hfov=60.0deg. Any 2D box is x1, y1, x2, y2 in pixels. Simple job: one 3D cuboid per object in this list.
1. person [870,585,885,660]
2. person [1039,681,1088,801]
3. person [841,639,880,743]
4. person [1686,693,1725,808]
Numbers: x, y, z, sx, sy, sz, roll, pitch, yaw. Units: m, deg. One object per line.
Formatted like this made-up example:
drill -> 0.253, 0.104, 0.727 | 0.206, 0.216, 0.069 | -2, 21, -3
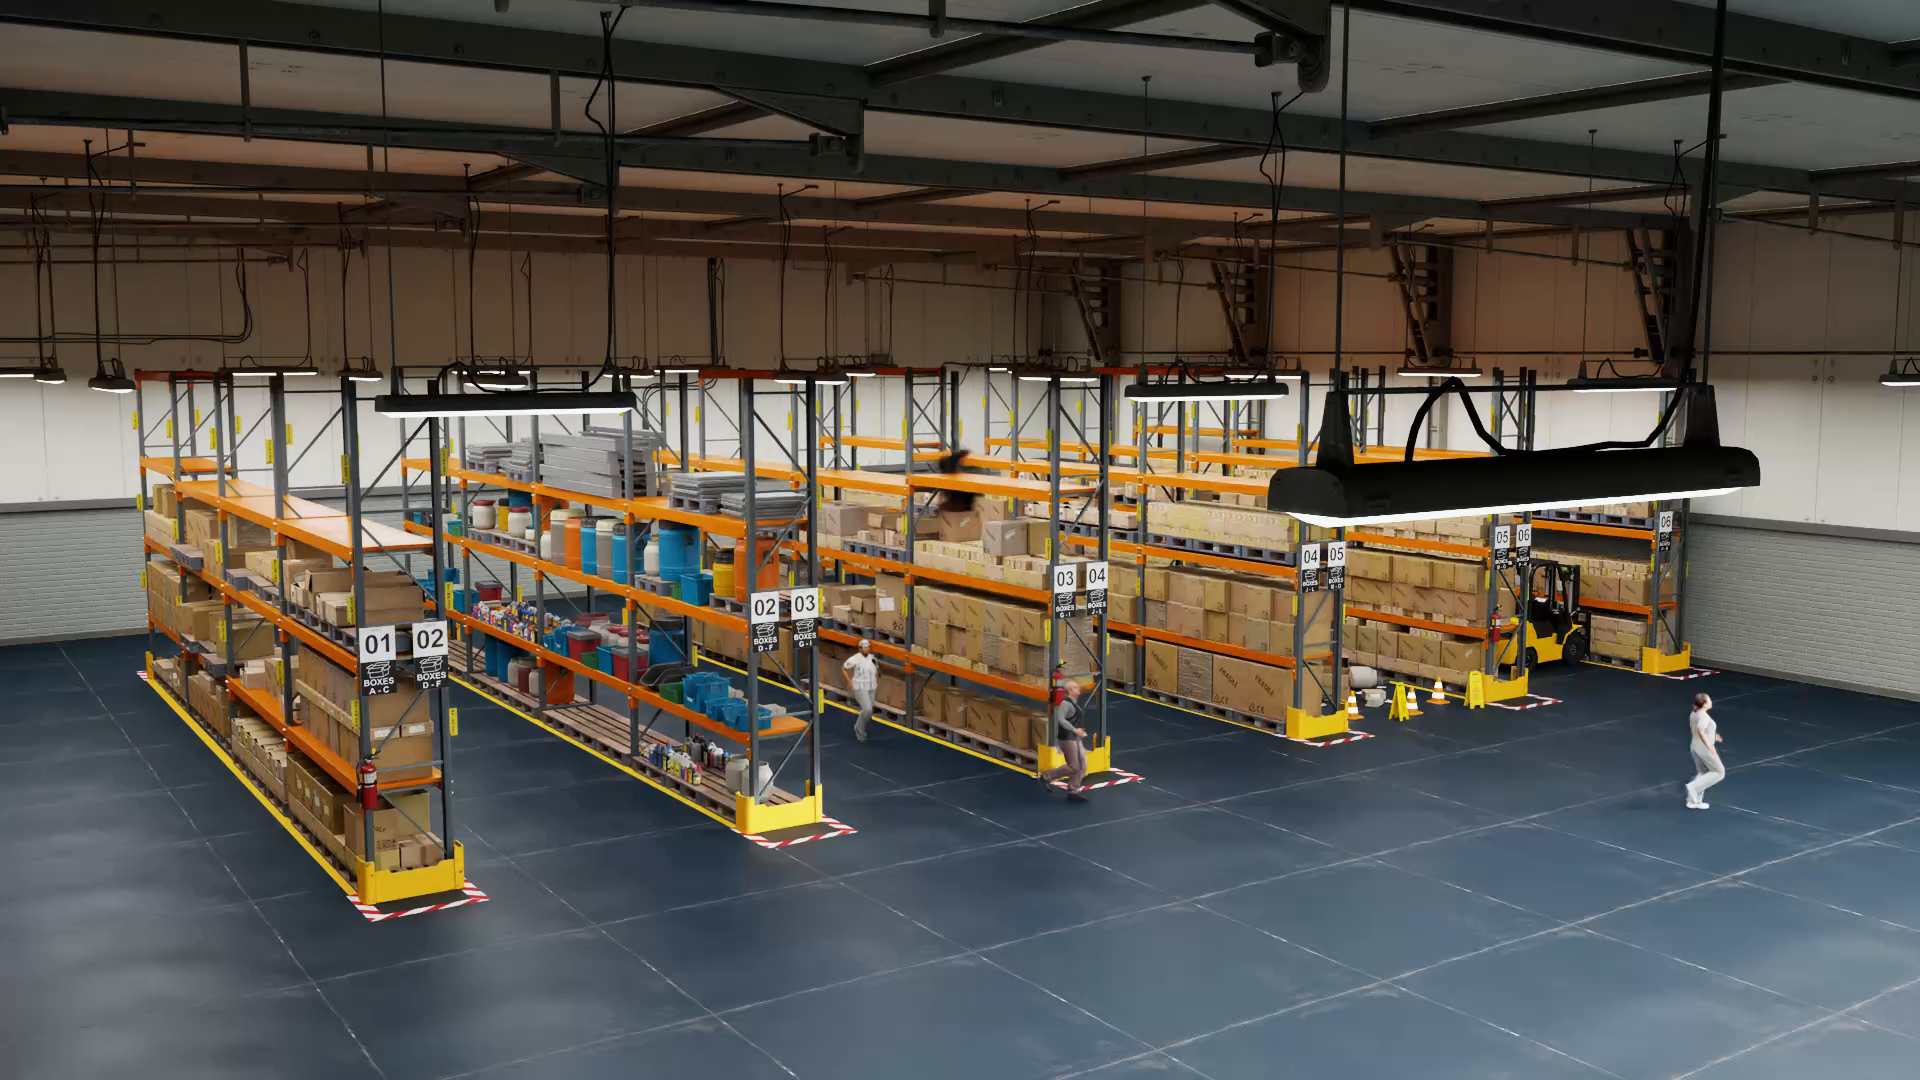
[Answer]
person -> -1.589, 1.736, 33.150 | 0.698, 1.720, 0.576 | -6, 9, -42
person -> 1.514, 2.841, 23.653 | 0.684, 1.694, 0.678 | 2, 7, 18
person -> -1.552, 2.456, 27.127 | 0.577, 1.679, 0.682 | -6, 9, -42
person -> 10.332, 2.924, 23.070 | 0.556, 1.627, 0.559 | 0, 6, -2
